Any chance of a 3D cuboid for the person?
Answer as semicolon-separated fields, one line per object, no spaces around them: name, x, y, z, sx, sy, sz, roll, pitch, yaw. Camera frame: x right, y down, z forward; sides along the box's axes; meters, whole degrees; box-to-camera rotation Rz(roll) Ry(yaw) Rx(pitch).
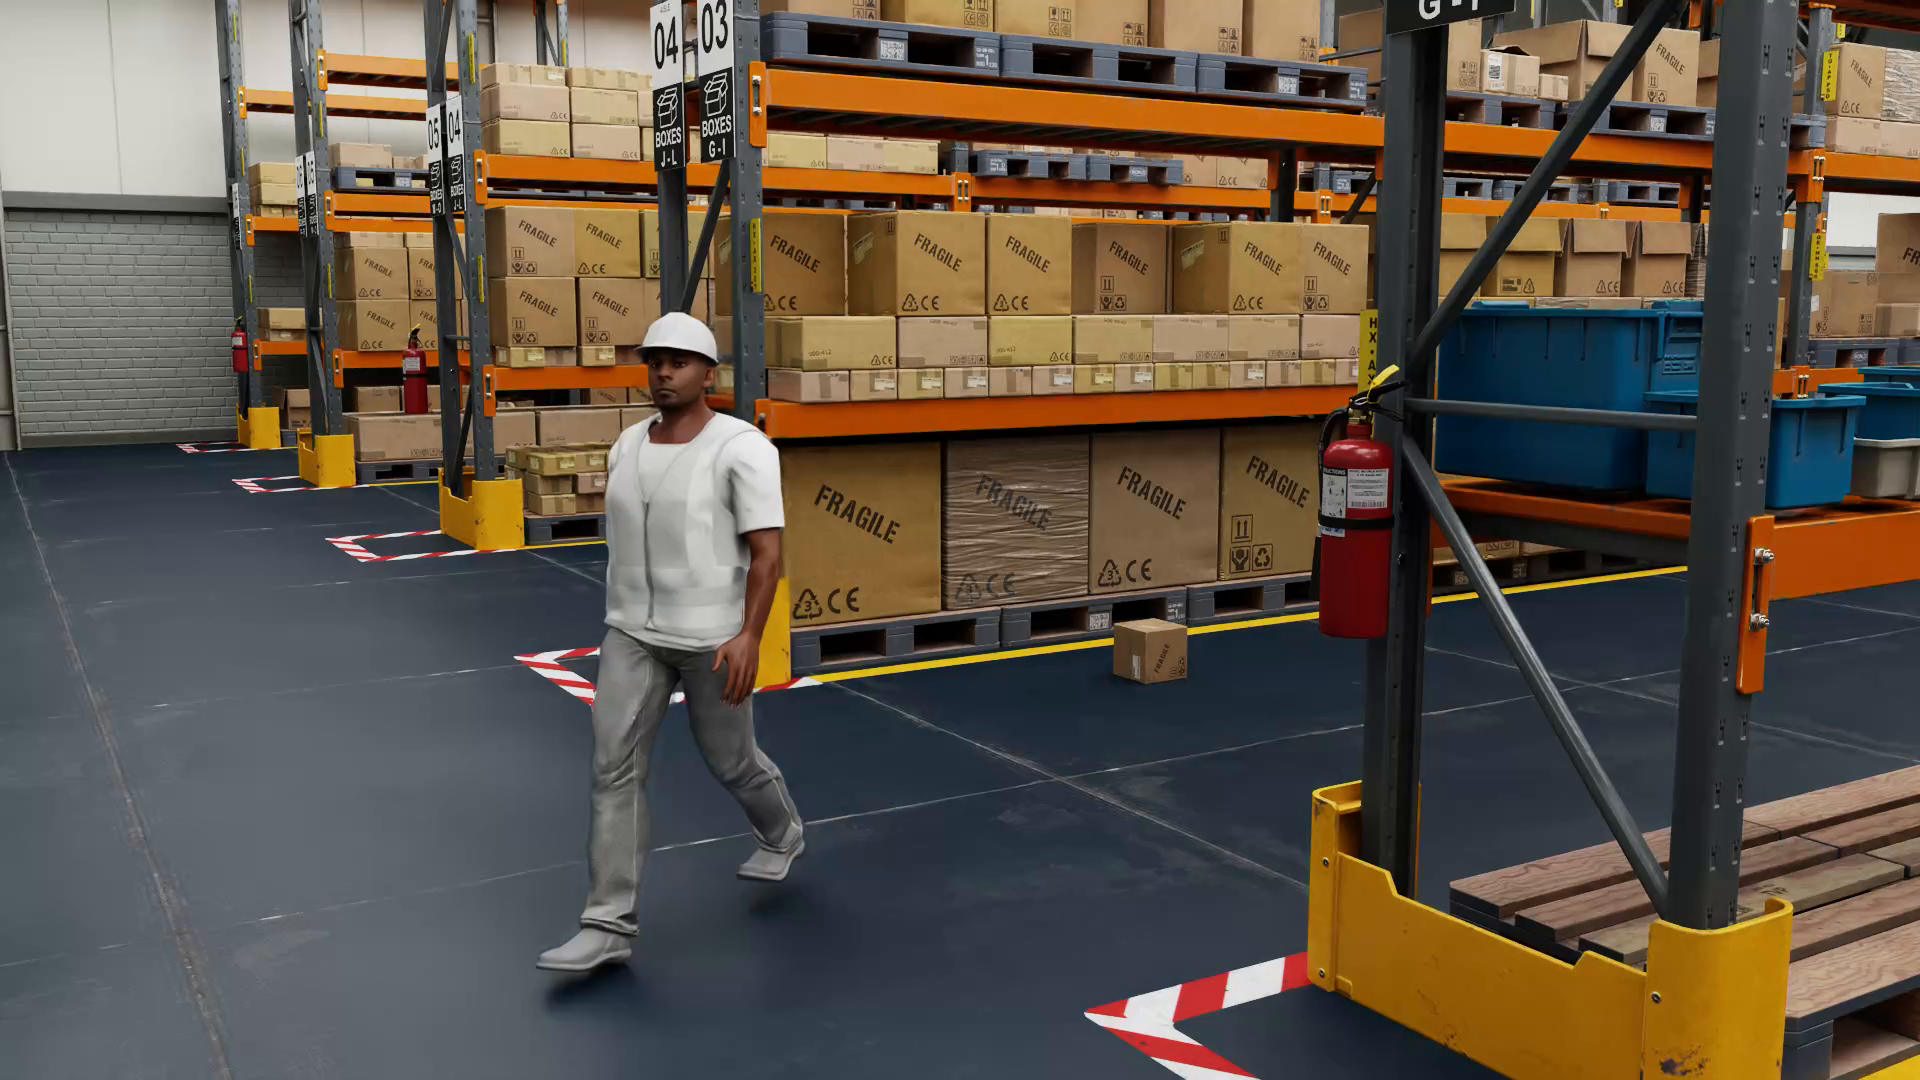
person;-0.768;0.248;4.548;0.601;1.726;1.019;3;9;21
